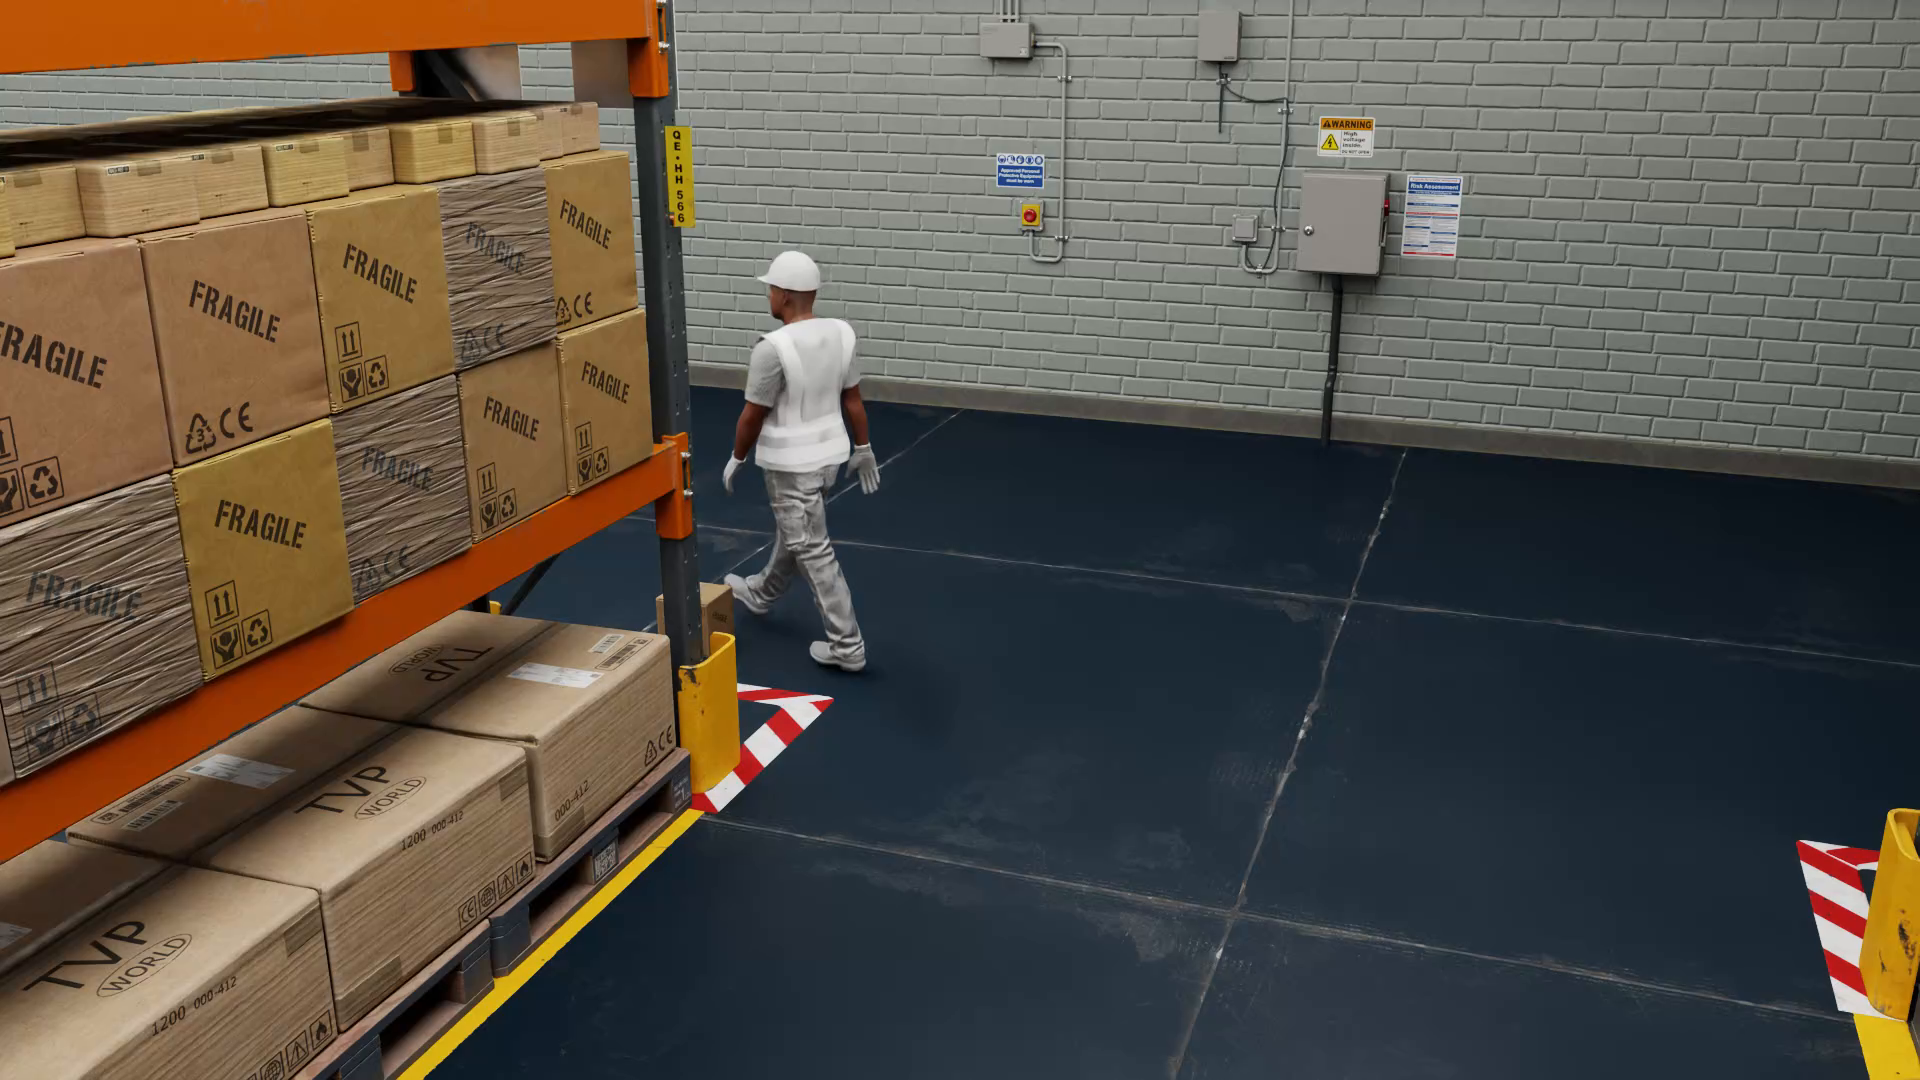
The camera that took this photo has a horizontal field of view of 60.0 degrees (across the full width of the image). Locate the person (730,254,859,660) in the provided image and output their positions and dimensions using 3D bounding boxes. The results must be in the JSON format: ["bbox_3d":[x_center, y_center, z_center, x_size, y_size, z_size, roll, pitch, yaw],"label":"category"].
[{"bbox_3d":[-0.752,-0.321,7.030,0.868,1.771,0.586,9,20,24],"label":"person"}]
